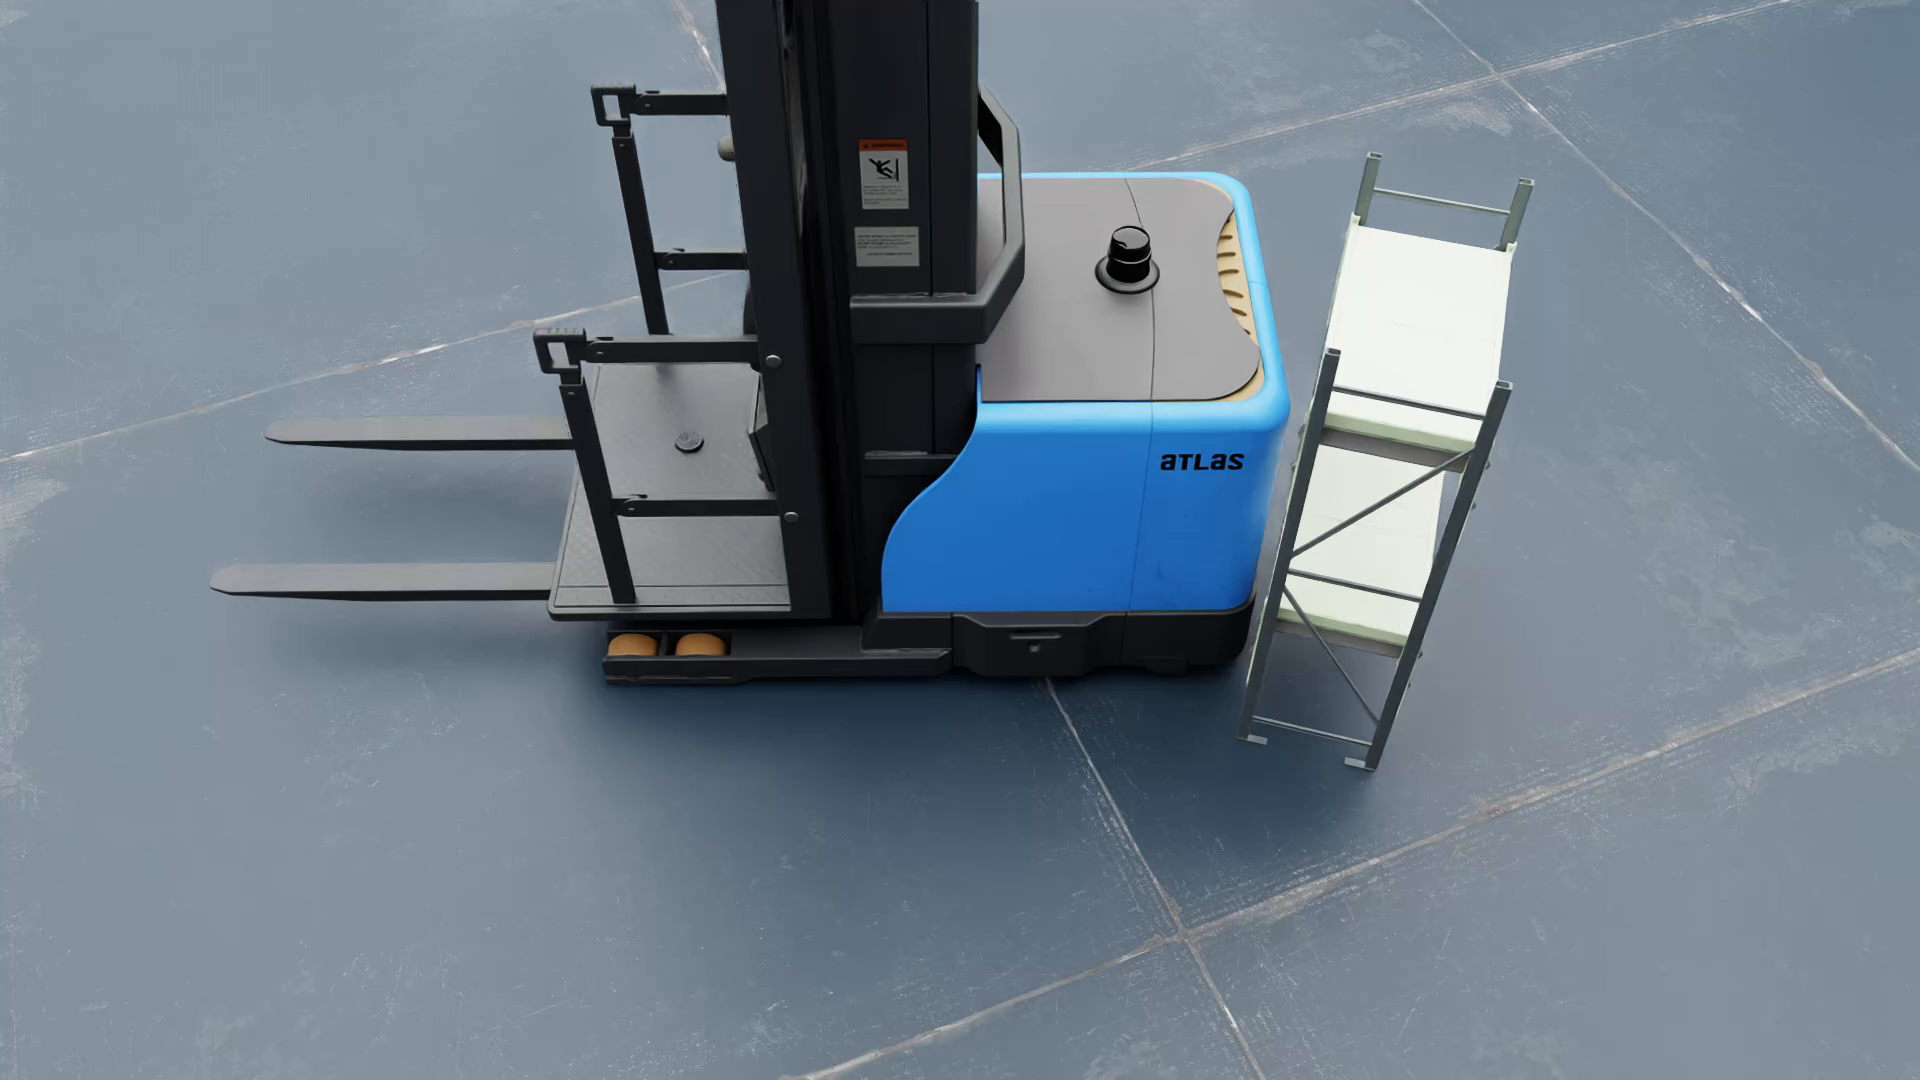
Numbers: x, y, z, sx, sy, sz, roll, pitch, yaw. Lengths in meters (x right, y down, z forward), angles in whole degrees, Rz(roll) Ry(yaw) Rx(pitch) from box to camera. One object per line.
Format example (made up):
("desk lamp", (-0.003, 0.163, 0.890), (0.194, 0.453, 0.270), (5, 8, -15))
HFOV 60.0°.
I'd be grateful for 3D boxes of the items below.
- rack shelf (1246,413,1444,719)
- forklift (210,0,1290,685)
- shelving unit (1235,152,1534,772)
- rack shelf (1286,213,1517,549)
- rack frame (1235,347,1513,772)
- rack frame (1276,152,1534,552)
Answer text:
("rack shelf", (1.086, 0.062, 4.637), (0.431, 0.370, 0.720), (13, 51, 10))
("forklift", (-0.674, -0.933, 4.120), (3.031, 2.935, 1.130), (0, 49, 0))
("shelving unit", (1.088, -0.150, 4.389), (0.431, 1.500, 0.755), (13, 51, 10))
("rack shelf", (1.090, -0.404, 4.093), (0.431, 0.370, 0.720), (13, 51, 10))
("rack frame", (0.986, 0.116, 4.160), (0.400, 1.500, 0.023), (13, 51, 10))
("rack frame", (1.190, -0.417, 4.618), (0.400, 1.500, 0.023), (13, 51, 10))
